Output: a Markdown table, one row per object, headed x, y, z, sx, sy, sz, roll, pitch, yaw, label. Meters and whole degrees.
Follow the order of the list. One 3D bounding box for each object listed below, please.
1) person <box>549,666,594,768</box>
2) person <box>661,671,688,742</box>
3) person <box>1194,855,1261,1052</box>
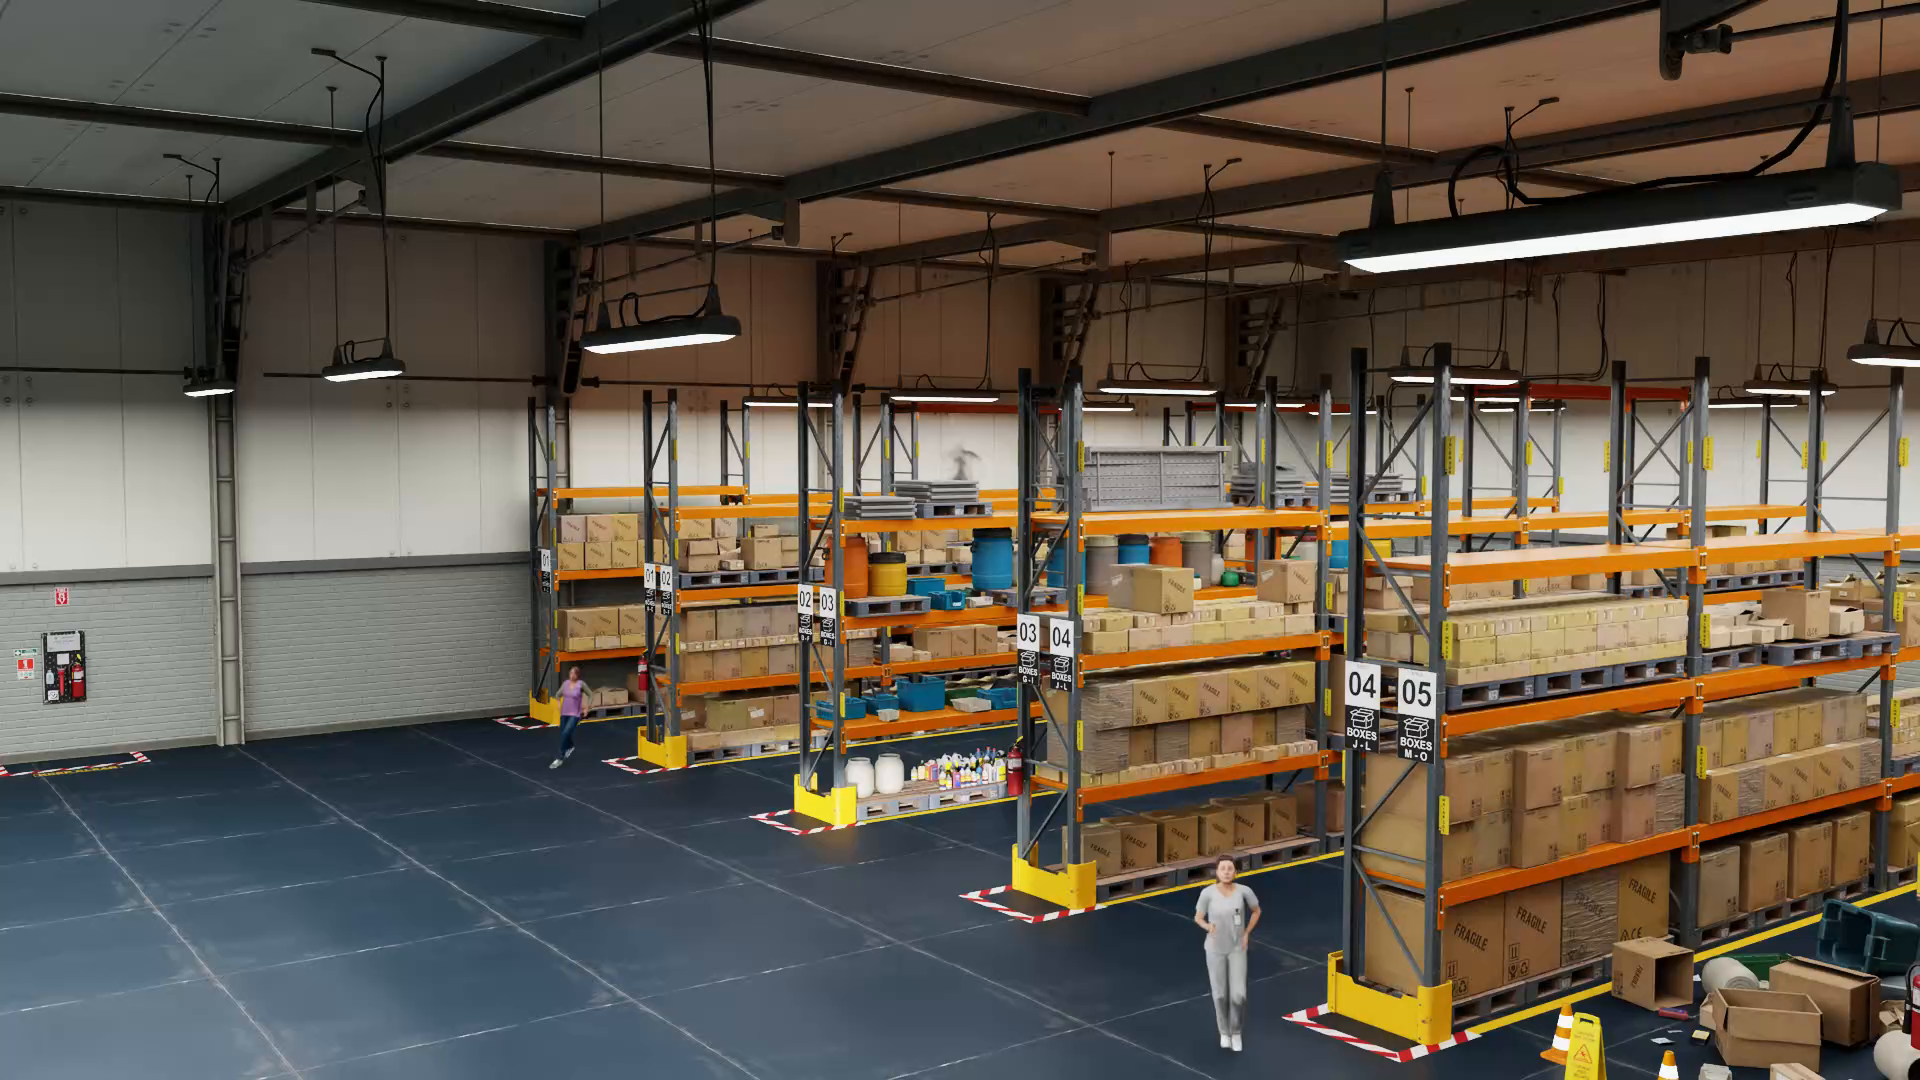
| x | y | z | sx | sy | sz | roll | pitch | yaw | label |
| --- | --- | --- | --- | --- | --- | --- | --- | --- | --- |
| -6.201 | 2.799 | 26.511 | 0.610 | 1.573 | 0.869 | 1 | 3 | 15 | person |
| -4.818 | 2.599 | 28.834 | 0.884 | 1.710 | 0.598 | -2 | 4 | -36 | person |
| 2.270 | 3.519 | 14.115 | 0.568 | 1.682 | 0.579 | 1 | 3 | 9 | person |
